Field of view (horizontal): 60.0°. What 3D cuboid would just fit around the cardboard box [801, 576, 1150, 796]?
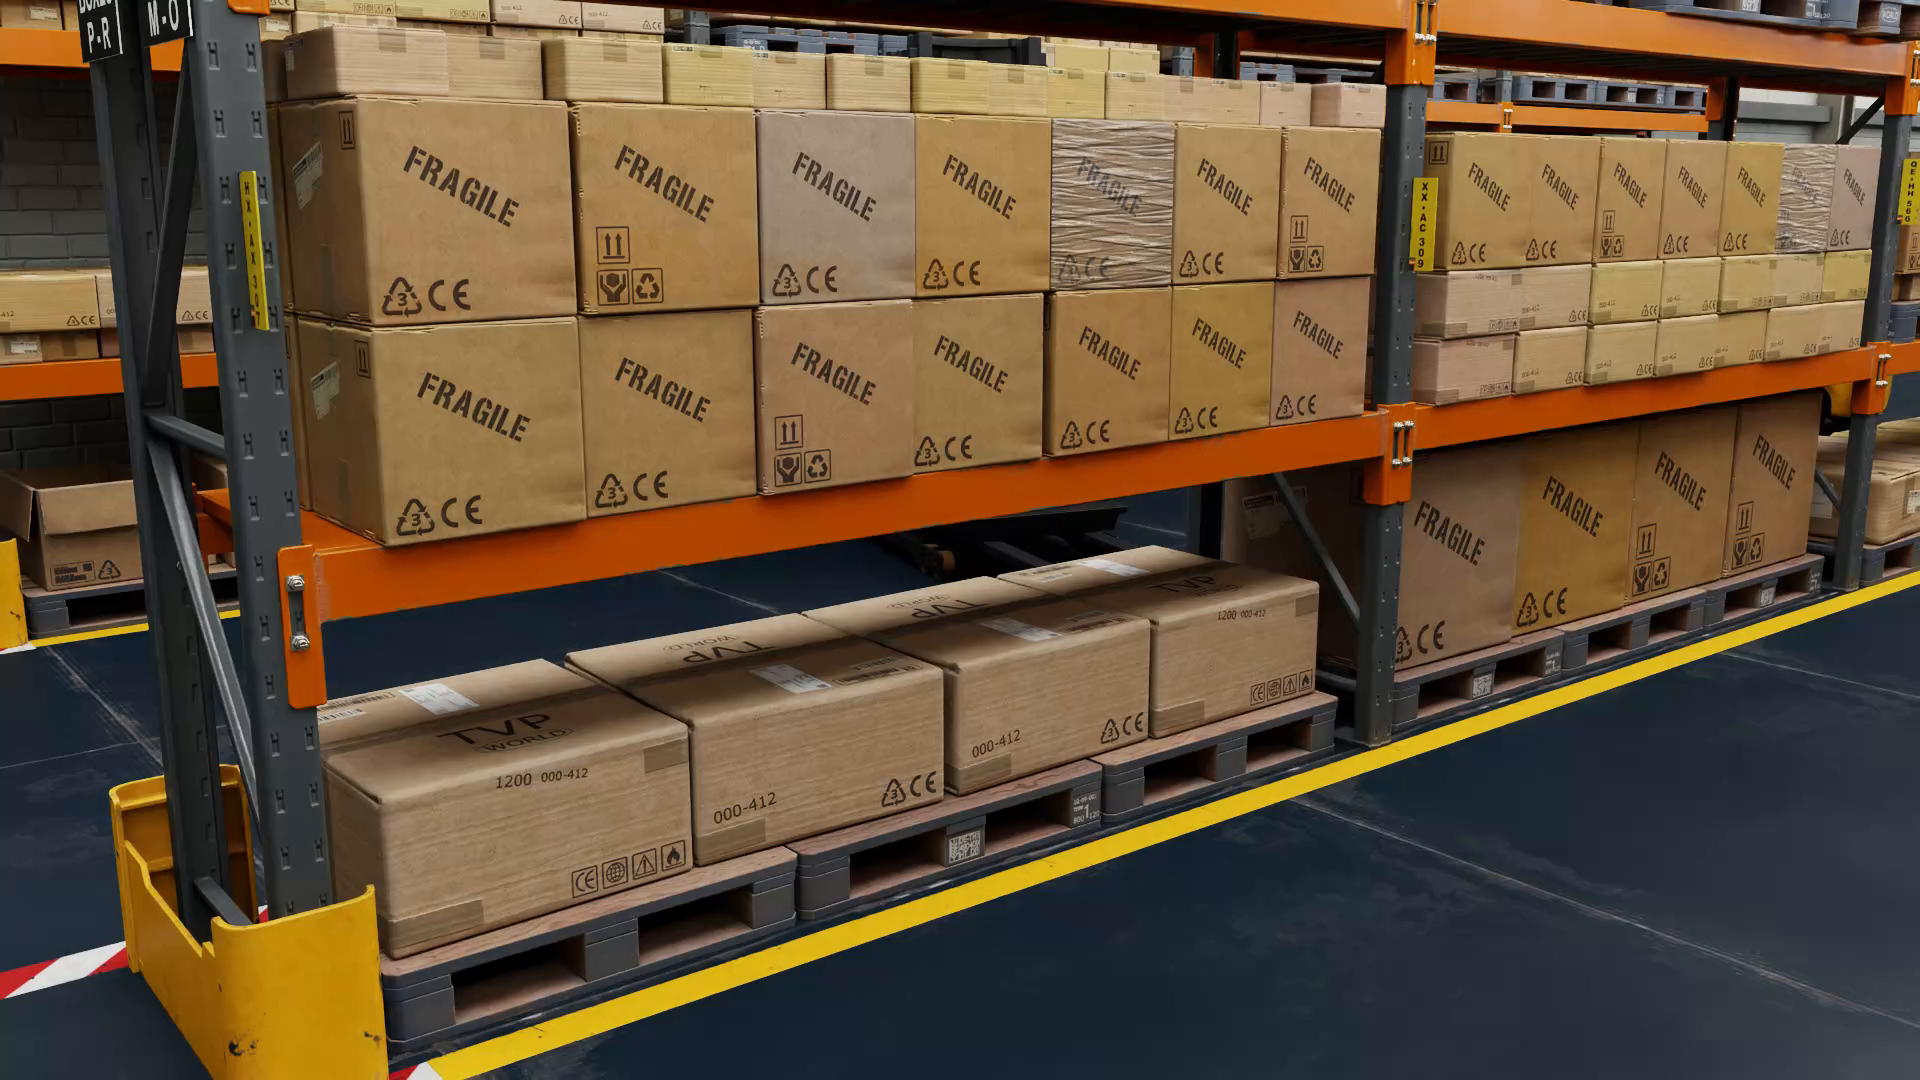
[{"bbox_3d":[0.048,0.476,5.823,0.875,0.438,0.875,-10,16,-39],"label":"cardboard box"}]

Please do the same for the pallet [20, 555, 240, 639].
[{"bbox_3d":[-4.242,0.213,8.618,1.213,0.211,1.003,-9,15,-38],"label":"pallet"}]

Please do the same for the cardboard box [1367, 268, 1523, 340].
[{"bbox_3d":[1.824,-0.935,6.467,0.500,0.250,0.500,-10,16,-39],"label":"cardboard box"}]

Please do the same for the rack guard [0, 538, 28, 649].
[{"bbox_3d":[-4.864,0.175,8.100,0.348,0.500,1.175,-9,15,-38],"label":"rack guard"}]

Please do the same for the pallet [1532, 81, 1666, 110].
[{"bbox_3d":[6.049,-4.291,16.107,1.213,0.211,1.003,-9,15,-38],"label":"pallet"}]

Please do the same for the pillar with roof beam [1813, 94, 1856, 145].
[{"bbox_3d":[13.838,-6.185,17.590,0.400,9.000,9.100,-9,15,-38],"label":"pillar with roof beam"}]

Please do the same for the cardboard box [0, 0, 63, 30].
[{"bbox_3d":[-4.341,-2.424,7.706,0.250,0.149,0.380,-9,15,-37],"label":"cardboard box"}]

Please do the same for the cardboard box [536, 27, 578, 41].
[{"bbox_3d":[-2.304,-2.742,9.203,0.250,0.149,0.380,-9,15,-36],"label":"cardboard box"}]

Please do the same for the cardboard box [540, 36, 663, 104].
[{"bbox_3d":[-0.934,-1.150,4.115,0.250,0.149,0.380,-9,15,-36],"label":"cardboard box"}]

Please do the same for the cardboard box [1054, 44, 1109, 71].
[{"bbox_3d":[0.683,-3.298,11.580,0.500,0.250,0.500,-9,15,-37],"label":"cardboard box"}]

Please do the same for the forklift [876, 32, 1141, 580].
[{"bbox_3d":[0.254,-1.316,9.268,1.130,2.935,3.031,-5,13,-23],"label":"forklift"}]

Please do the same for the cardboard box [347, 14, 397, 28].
[{"bbox_3d":[-3.080,-2.602,8.545,0.250,0.149,0.380,-9,15,-37],"label":"cardboard box"}]

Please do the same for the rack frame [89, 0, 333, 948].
[{"bbox_3d":[-1.819,-0.233,4.005,0.127,3.000,1.000,-9,15,-38],"label":"rack frame"}]

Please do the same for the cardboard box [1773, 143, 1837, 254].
[{"bbox_3d":[3.792,-1.632,7.944,0.500,0.500,0.500,-9,15,-37],"label":"cardboard box"}]

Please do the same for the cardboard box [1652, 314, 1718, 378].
[{"bbox_3d":[3.022,-0.888,7.449,0.500,0.250,0.500,-10,15,-39],"label":"cardboard box"}]

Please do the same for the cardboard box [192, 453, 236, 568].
[{"bbox_3d":[-3.695,-0.189,8.804,0.500,0.500,0.700,-9,15,-35],"label":"cardboard box"}]

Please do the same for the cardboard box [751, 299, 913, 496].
[{"bbox_3d":[-0.479,-0.431,4.696,0.500,0.500,0.500,-10,15,-38],"label":"cardboard box"}]

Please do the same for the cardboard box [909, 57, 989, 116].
[{"bbox_3d":[-0.132,-1.284,4.745,0.250,0.149,0.380,-10,16,-39],"label":"cardboard box"}]

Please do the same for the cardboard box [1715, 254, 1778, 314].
[{"bbox_3d":[3.423,-1.201,7.723,0.500,0.250,0.500,-10,16,-39],"label":"cardboard box"}]

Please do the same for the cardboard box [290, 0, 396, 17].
[{"bbox_3d":[-3.225,-2.795,8.493,0.500,0.250,0.500,-10,15,-39],"label":"cardboard box"}]

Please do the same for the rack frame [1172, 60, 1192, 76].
[{"bbox_3d":[1.324,-2.076,12.683,0.127,3.000,1.000,-9,15,-38],"label":"rack frame"}]

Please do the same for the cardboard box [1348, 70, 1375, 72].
[{"bbox_3d":[3.541,-4.063,14.174,0.250,0.149,0.380,-9,15,-38],"label":"cardboard box"}]

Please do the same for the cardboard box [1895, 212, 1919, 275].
[{"bbox_3d":[4.923,-1.692,8.907,0.500,0.500,0.500,-10,16,-39],"label":"cardboard box"}]

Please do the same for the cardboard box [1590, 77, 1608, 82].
[{"bbox_3d":[5.796,-4.394,15.451,0.258,0.266,0.396,-10,15,-39],"label":"cardboard box"}]

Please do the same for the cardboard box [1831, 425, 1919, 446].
[{"bbox_3d":[6.042,-0.457,10.377,0.625,0.372,0.950,-9,15,-36],"label":"cardboard box"}]

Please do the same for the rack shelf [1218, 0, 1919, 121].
[{"bbox_3d":[2.866,-2.127,7.435,4.000,0.370,1.077,-9,15,-38],"label":"rack shelf"}]

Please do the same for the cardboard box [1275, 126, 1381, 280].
[{"bbox_3d":[1.108,-1.184,5.836,0.500,0.500,0.500,-10,15,-38],"label":"cardboard box"}]

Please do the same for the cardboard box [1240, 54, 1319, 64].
[{"bbox_3d":[2.373,-3.983,12.948,0.500,0.500,0.700,-10,15,-39],"label":"cardboard box"}]

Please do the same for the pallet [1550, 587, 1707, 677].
[{"bbox_3d":[2.813,0.340,8.018,1.213,0.211,1.003,-9,15,-38],"label":"pallet"}]

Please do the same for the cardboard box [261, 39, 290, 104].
[{"bbox_3d":[-1.664,-1.168,4.196,0.250,0.149,0.380,-9,15,-37],"label":"cardboard box"}]

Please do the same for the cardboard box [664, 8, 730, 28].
[{"bbox_3d":[-1.606,-3.206,10.137,0.250,0.149,0.380,-9,15,-38],"label":"cardboard box"}]

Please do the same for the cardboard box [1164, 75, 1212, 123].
[{"bbox_3d":[0.601,-1.433,5.445,0.250,0.149,0.380,-10,15,-38],"label":"cardboard box"}]

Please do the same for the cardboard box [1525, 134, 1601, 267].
[{"bbox_3d":[2.207,-1.371,6.717,0.500,0.500,0.500,-10,15,-38],"label":"cardboard box"}]

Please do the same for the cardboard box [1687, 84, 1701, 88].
[{"bbox_3d":[7.113,-4.556,16.494,0.250,0.149,0.380,-10,16,-39],"label":"cardboard box"}]

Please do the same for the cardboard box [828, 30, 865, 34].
[{"bbox_3d":[-0.831,-3.350,10.814,0.250,0.149,0.380,-10,16,-39],"label":"cardboard box"}]

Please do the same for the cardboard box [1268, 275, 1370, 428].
[{"bbox_3d":[1.102,-0.699,5.961,0.500,0.500,0.500,-9,15,-37],"label":"cardboard box"}]

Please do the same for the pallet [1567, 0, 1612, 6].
[{"bbox_3d":[1.989,-2.253,6.756,1.217,0.209,0.805,-10,16,-40],"label":"pallet"}]

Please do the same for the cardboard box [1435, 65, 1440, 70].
[{"bbox_3d":[3.778,-4.002,13.884,0.250,0.149,0.380,-9,15,-38],"label":"cardboard box"}]

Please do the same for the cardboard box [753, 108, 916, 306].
[{"bbox_3d":[-0.470,-0.923,4.608,0.500,0.500,0.500,-10,15,-38],"label":"cardboard box"}]

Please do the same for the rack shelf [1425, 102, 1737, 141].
[{"bbox_3d":[6.009,-3.970,16.113,4.000,0.370,1.077,-9,15,-38],"label":"rack shelf"}]

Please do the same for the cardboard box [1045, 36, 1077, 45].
[{"bbox_3d":[0.595,-3.480,11.475,0.250,0.149,0.380,-9,15,-38],"label":"cardboard box"}]

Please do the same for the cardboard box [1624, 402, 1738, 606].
[{"bbox_3d":[3.137,-0.246,8.170,0.875,0.875,0.875,-9,15,-37],"label":"cardboard box"}]

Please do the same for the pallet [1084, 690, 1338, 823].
[{"bbox_3d":[0.661,0.698,6.334,1.213,0.211,1.003,-9,15,-38],"label":"pallet"}]

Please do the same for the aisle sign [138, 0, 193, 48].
[{"bbox_3d":[-1.694,-1.448,3.470,0.004,0.787,0.394,-9,15,-38],"label":"aisle sign"}]

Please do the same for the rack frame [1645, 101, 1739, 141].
[{"bbox_3d":[7.571,-3.114,17.572,0.127,3.000,1.000,-9,15,-38],"label":"rack frame"}]

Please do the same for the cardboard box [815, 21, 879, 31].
[{"bbox_3d":[-0.707,-3.225,10.229,0.250,0.149,0.380,-9,15,-37],"label":"cardboard box"}]

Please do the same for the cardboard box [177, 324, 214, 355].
[{"bbox_3d":[-3.906,-1.016,8.297,0.250,0.149,0.380,-9,15,-36],"label":"cardboard box"}]

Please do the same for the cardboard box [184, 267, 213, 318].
[{"bbox_3d":[-3.613,-1.257,8.471,0.500,0.250,0.500,-10,15,-39],"label":"cardboard box"}]
